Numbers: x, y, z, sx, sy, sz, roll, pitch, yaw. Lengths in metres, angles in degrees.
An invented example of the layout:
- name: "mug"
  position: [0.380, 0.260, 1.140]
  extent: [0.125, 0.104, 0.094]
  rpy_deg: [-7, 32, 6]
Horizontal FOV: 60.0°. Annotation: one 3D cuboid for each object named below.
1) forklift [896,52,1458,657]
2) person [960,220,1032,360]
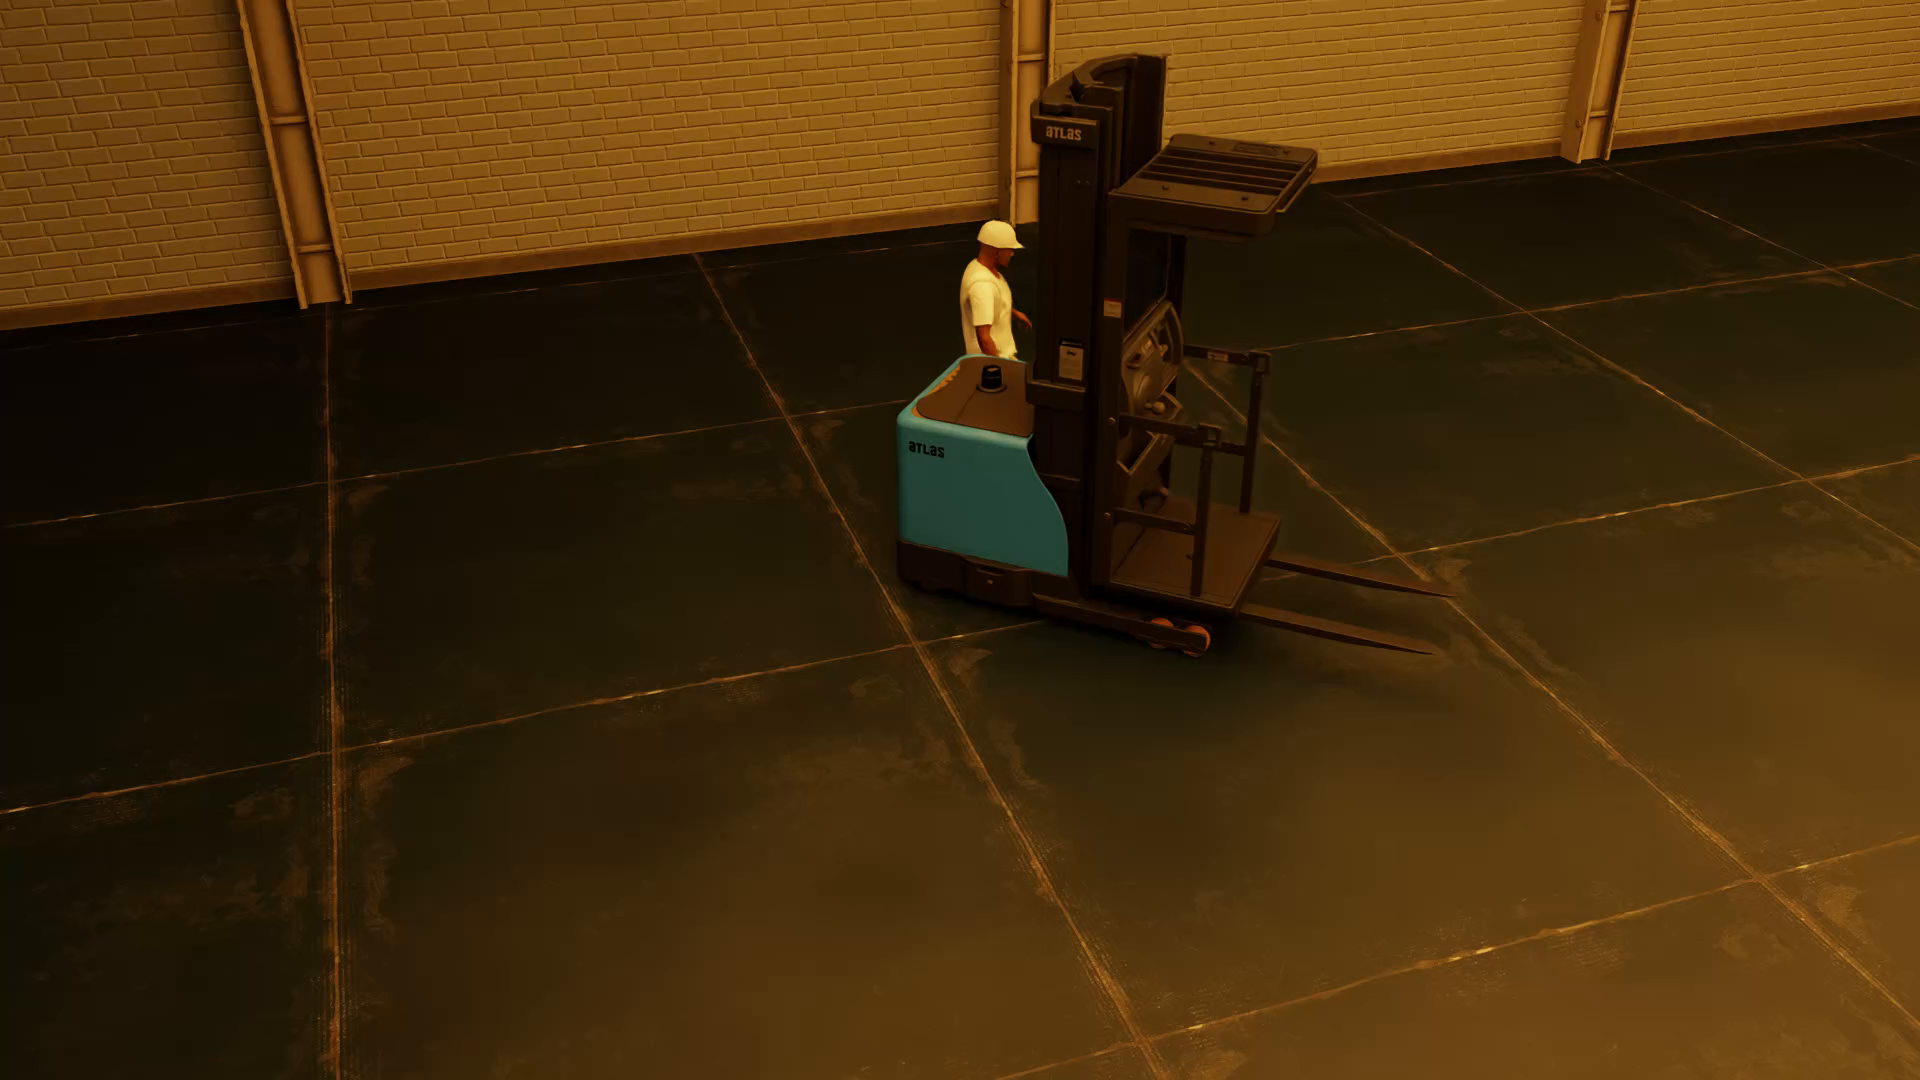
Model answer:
- name: "forklift"
  position: [1.200, -0.945, 8.729]
  extent: [3.031, 2.935, 1.130]
  rpy_deg: [12, 32, 20]
- name: "person"
  position: [0.239, -1.231, 10.565]
  extent: [0.679, 1.643, 1.018]
  rpy_deg: [0, 30, 0]
